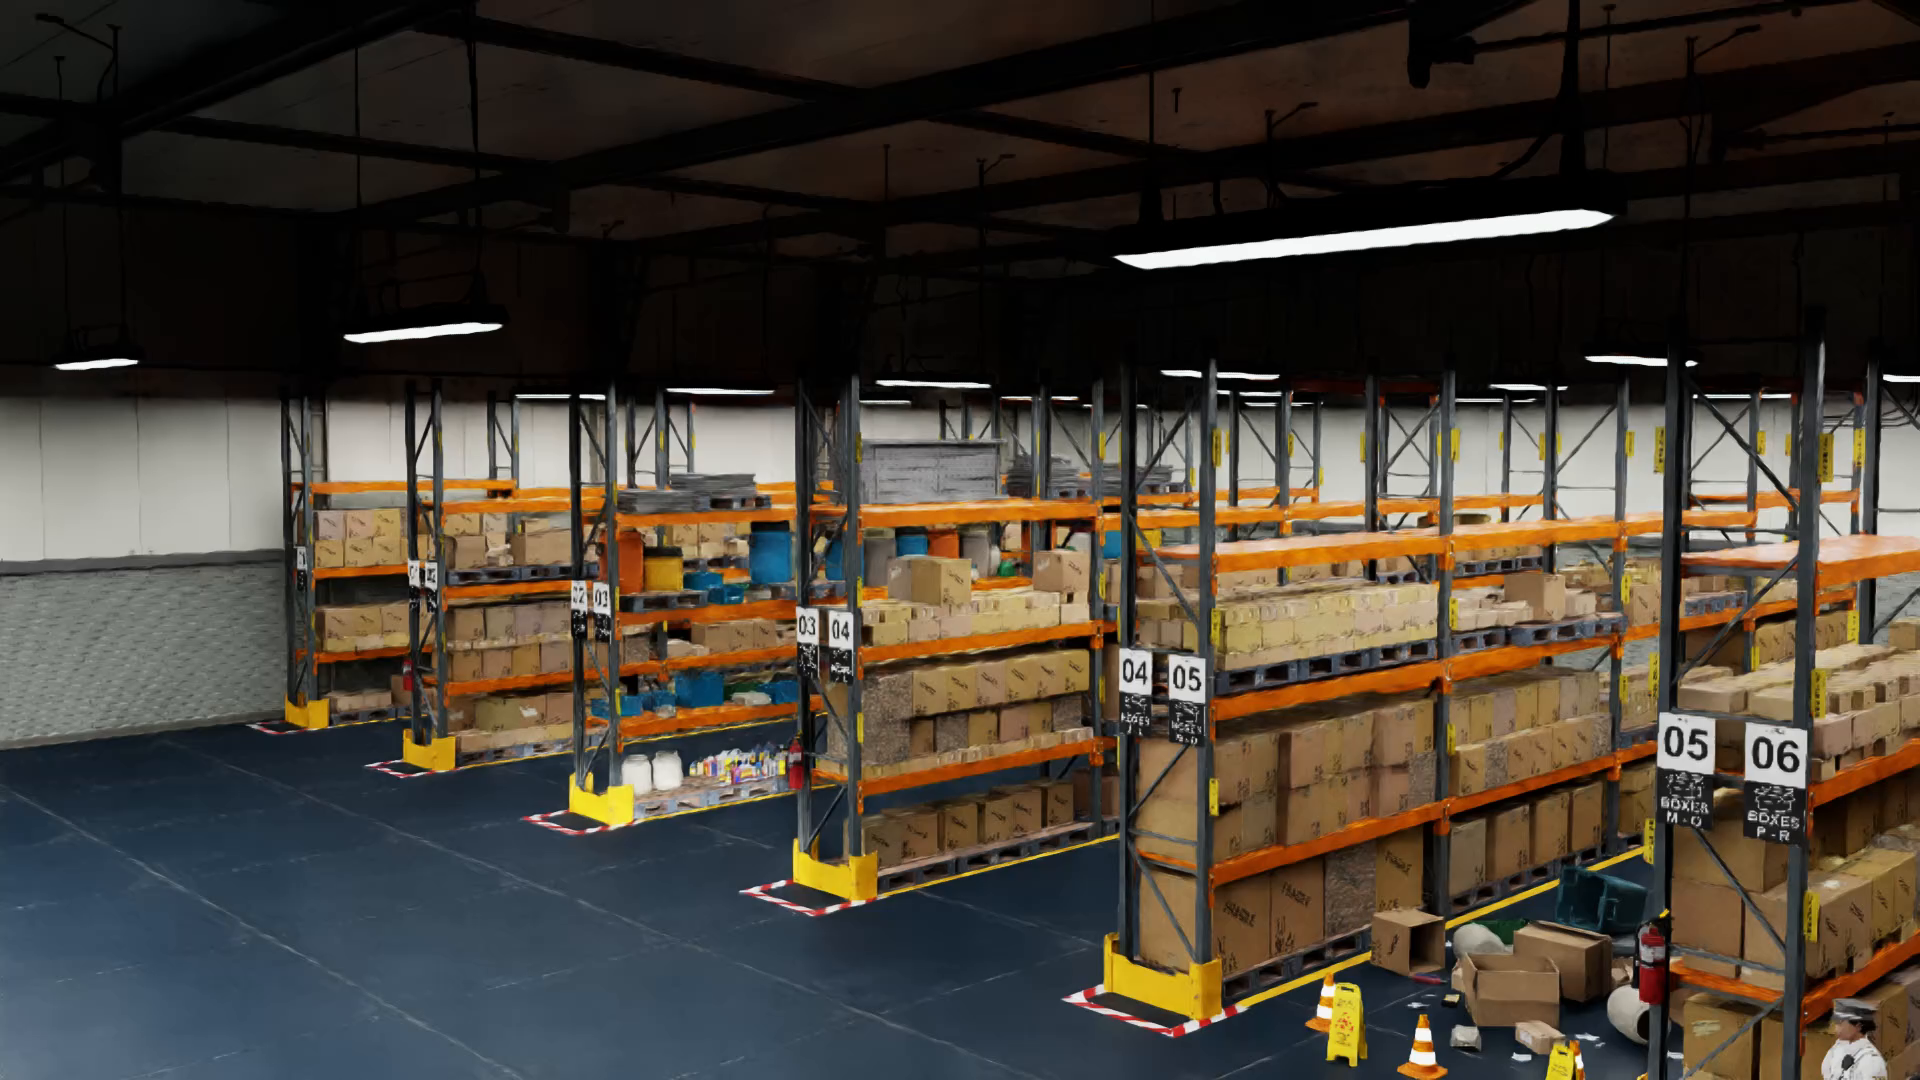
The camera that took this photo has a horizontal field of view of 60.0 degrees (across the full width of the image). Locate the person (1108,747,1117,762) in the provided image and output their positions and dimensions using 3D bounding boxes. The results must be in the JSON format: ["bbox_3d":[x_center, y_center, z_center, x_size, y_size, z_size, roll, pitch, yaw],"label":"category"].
[{"bbox_3d":[2.313,2.776,24.291,0.651,1.649,0.582,-1,4,-19],"label":"person"}]

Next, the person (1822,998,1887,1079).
[{"bbox_3d":[5.656,3.680,10.302,0.568,1.663,0.554,0,4,-2],"label":"person"}]
